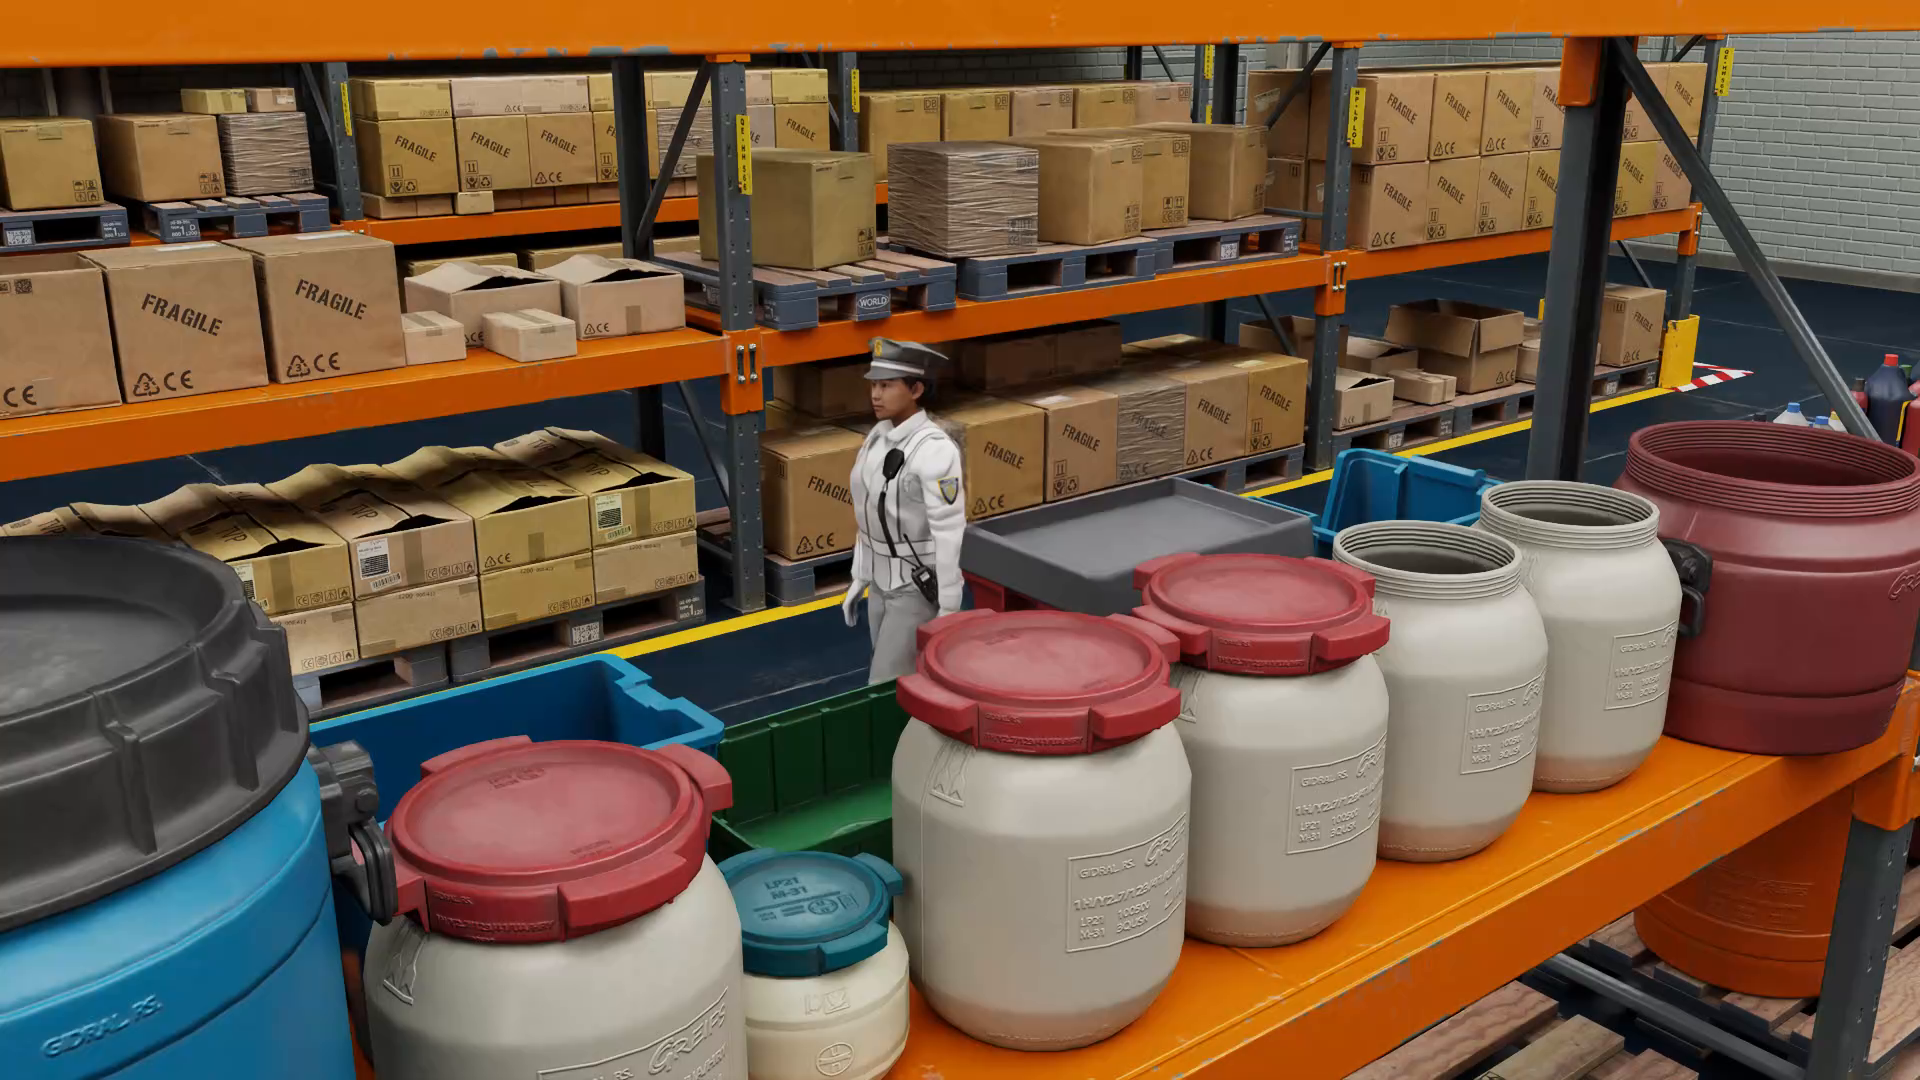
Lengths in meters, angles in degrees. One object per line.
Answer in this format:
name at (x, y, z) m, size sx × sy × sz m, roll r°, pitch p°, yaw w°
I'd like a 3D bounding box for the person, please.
person at (-0.174, 0.168, 5.415) m, size 0.424 × 1.687 × 0.492 m, roll -9°, pitch 20°, yaw -26°
